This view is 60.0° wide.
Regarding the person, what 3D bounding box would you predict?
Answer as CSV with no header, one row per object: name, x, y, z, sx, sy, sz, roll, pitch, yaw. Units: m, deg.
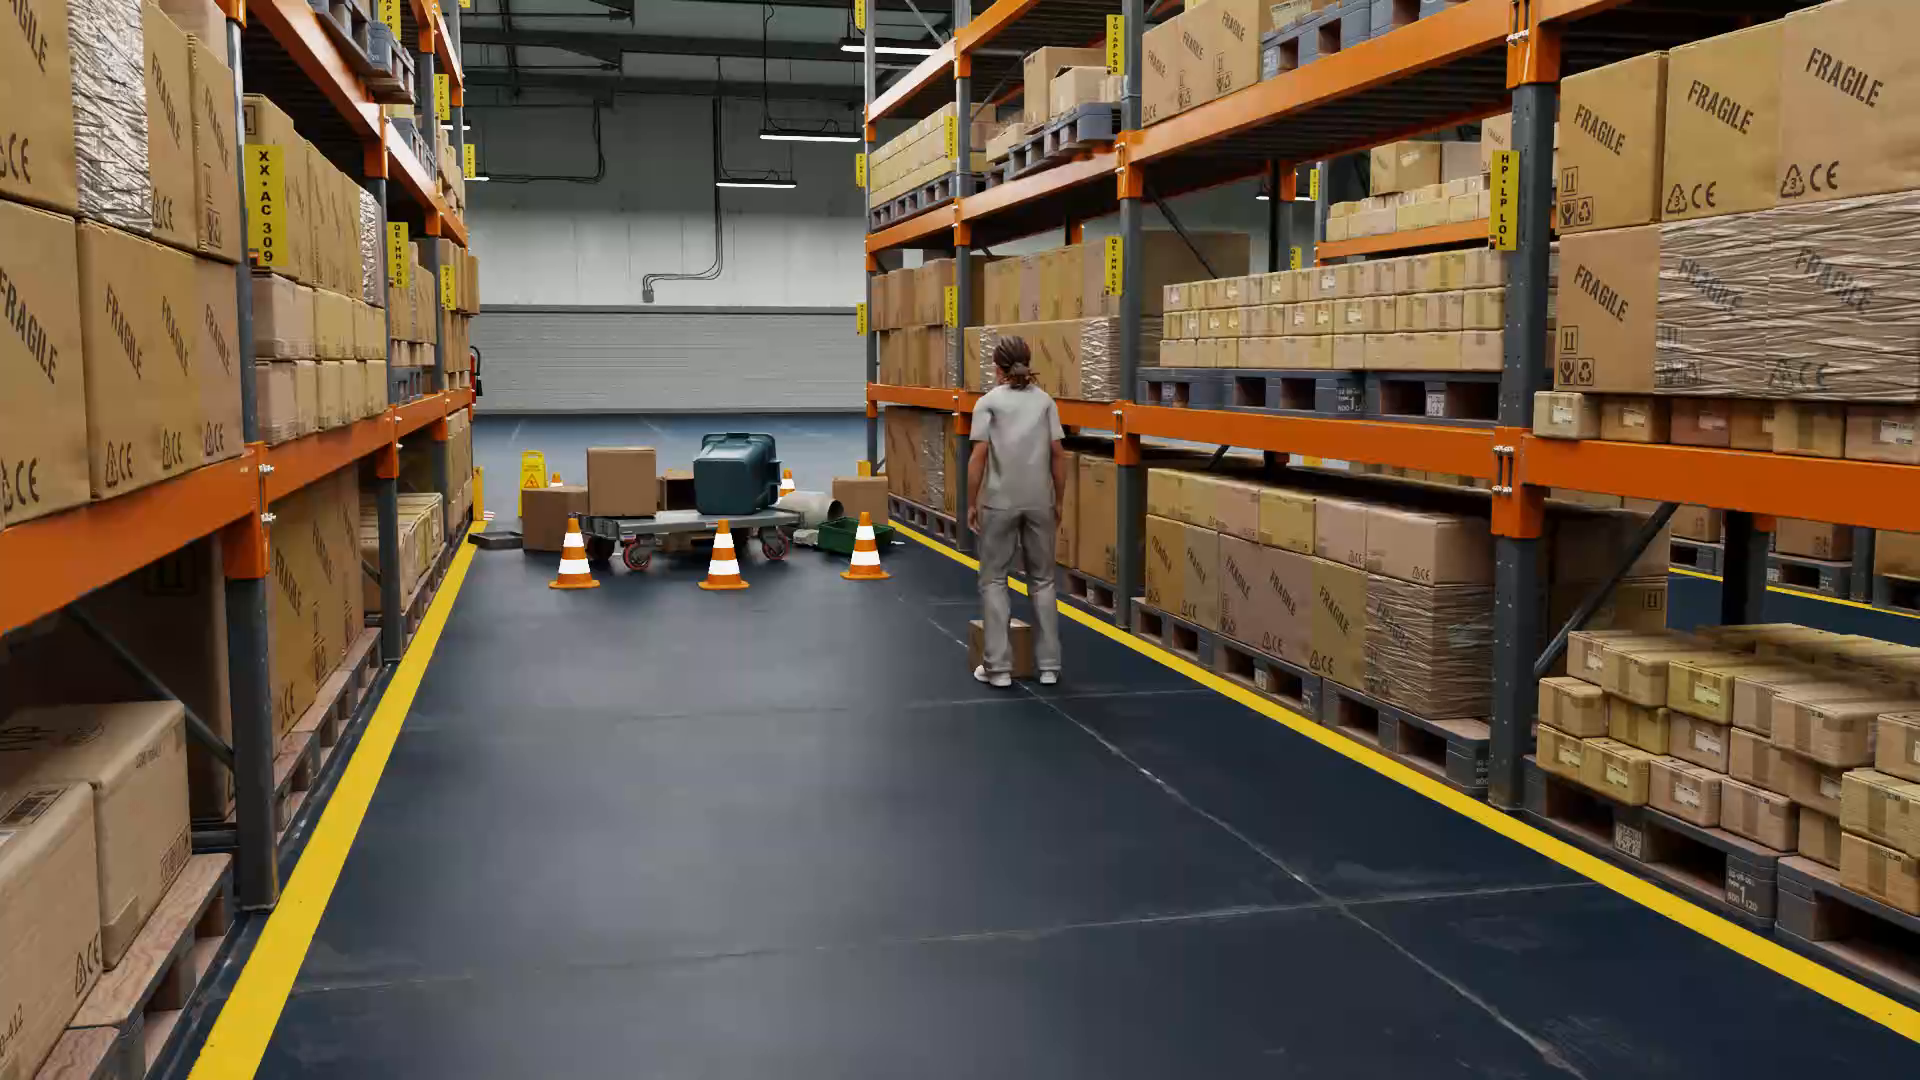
person,0.269,-0.143,7.961,0.486,1.673,0.357,-1,6,-13
